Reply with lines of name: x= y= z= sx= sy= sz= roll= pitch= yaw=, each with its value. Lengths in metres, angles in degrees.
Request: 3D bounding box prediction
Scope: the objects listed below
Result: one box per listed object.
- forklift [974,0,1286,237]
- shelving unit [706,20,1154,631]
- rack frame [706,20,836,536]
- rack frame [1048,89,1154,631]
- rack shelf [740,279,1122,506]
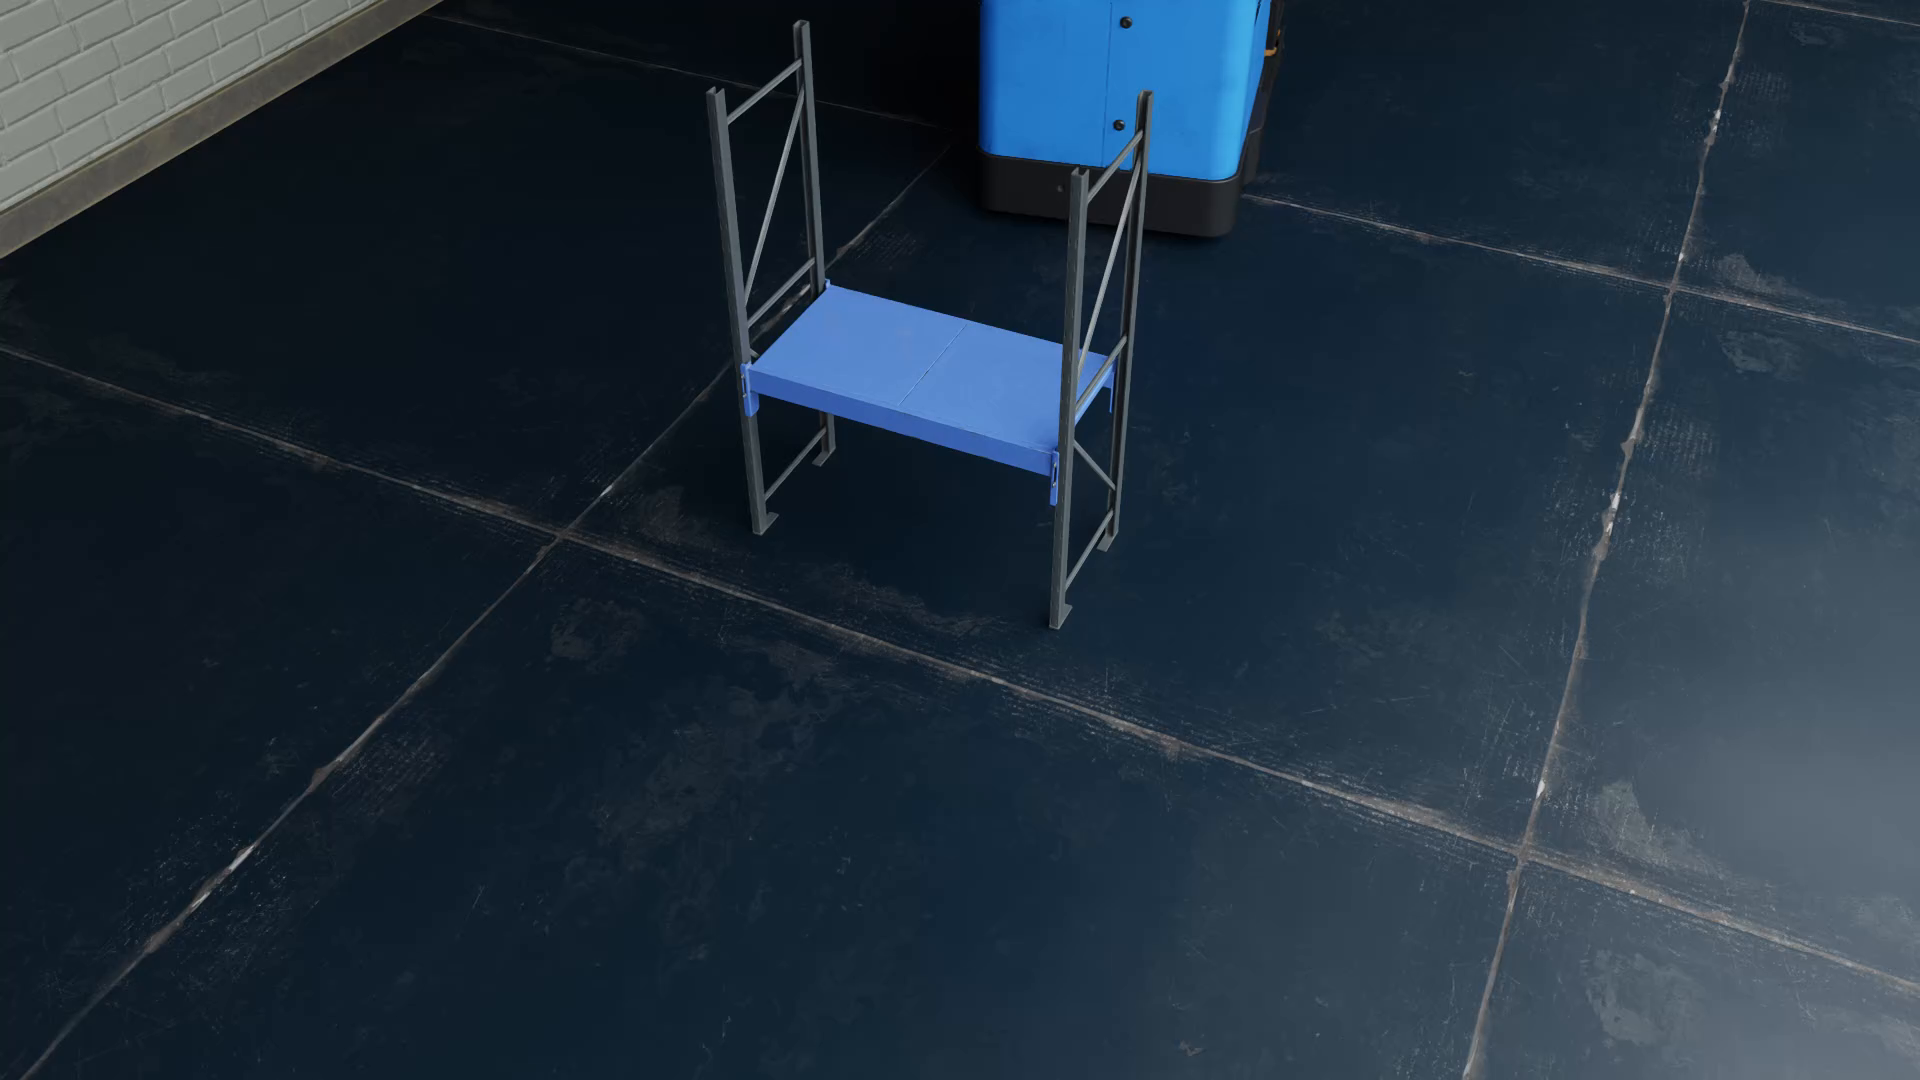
forklift: x=0.909 y=-3.268 z=6.783 sx=1.130 sy=2.935 sz=3.031 roll=9 pitch=42 yaw=10
shelving unit: x=-0.077 y=-0.590 z=4.786 sx=1.048 sy=1.500 sz=0.538 roll=17 pitch=44 yaw=19
rack frame: x=-0.538 y=-0.731 z=4.948 sx=0.032 sy=1.500 sz=0.500 roll=17 pitch=44 yaw=19
rack frame: x=0.383 y=-0.450 z=4.624 sx=0.032 sy=1.500 sz=0.500 roll=17 pitch=44 yaw=19
rack shelf: x=-0.077 y=-0.454 z=4.904 sx=1.000 sy=0.185 sz=0.538 roll=17 pitch=44 yaw=19
